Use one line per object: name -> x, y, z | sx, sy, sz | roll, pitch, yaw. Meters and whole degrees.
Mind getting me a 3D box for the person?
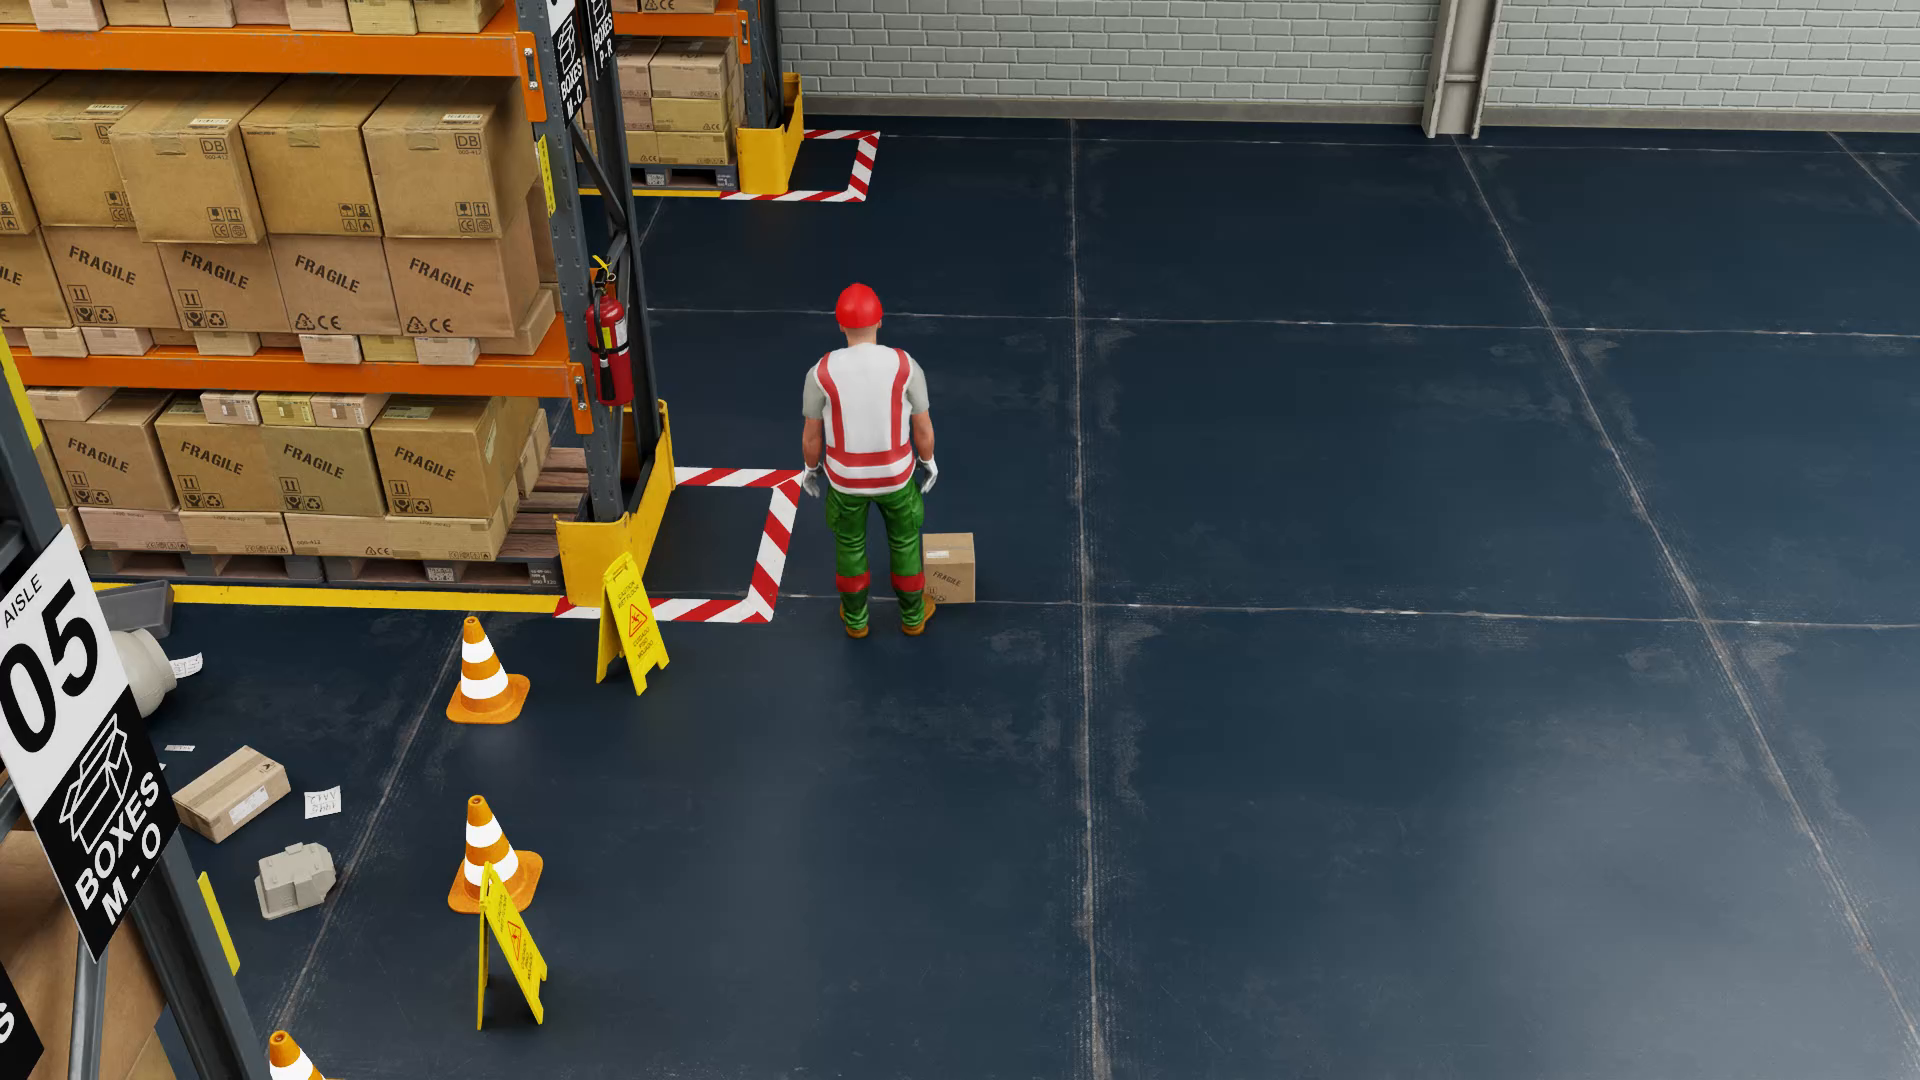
person -> -0.410, -0.324, 7.560 | 0.621, 1.780, 0.445 | -2, 35, -3
